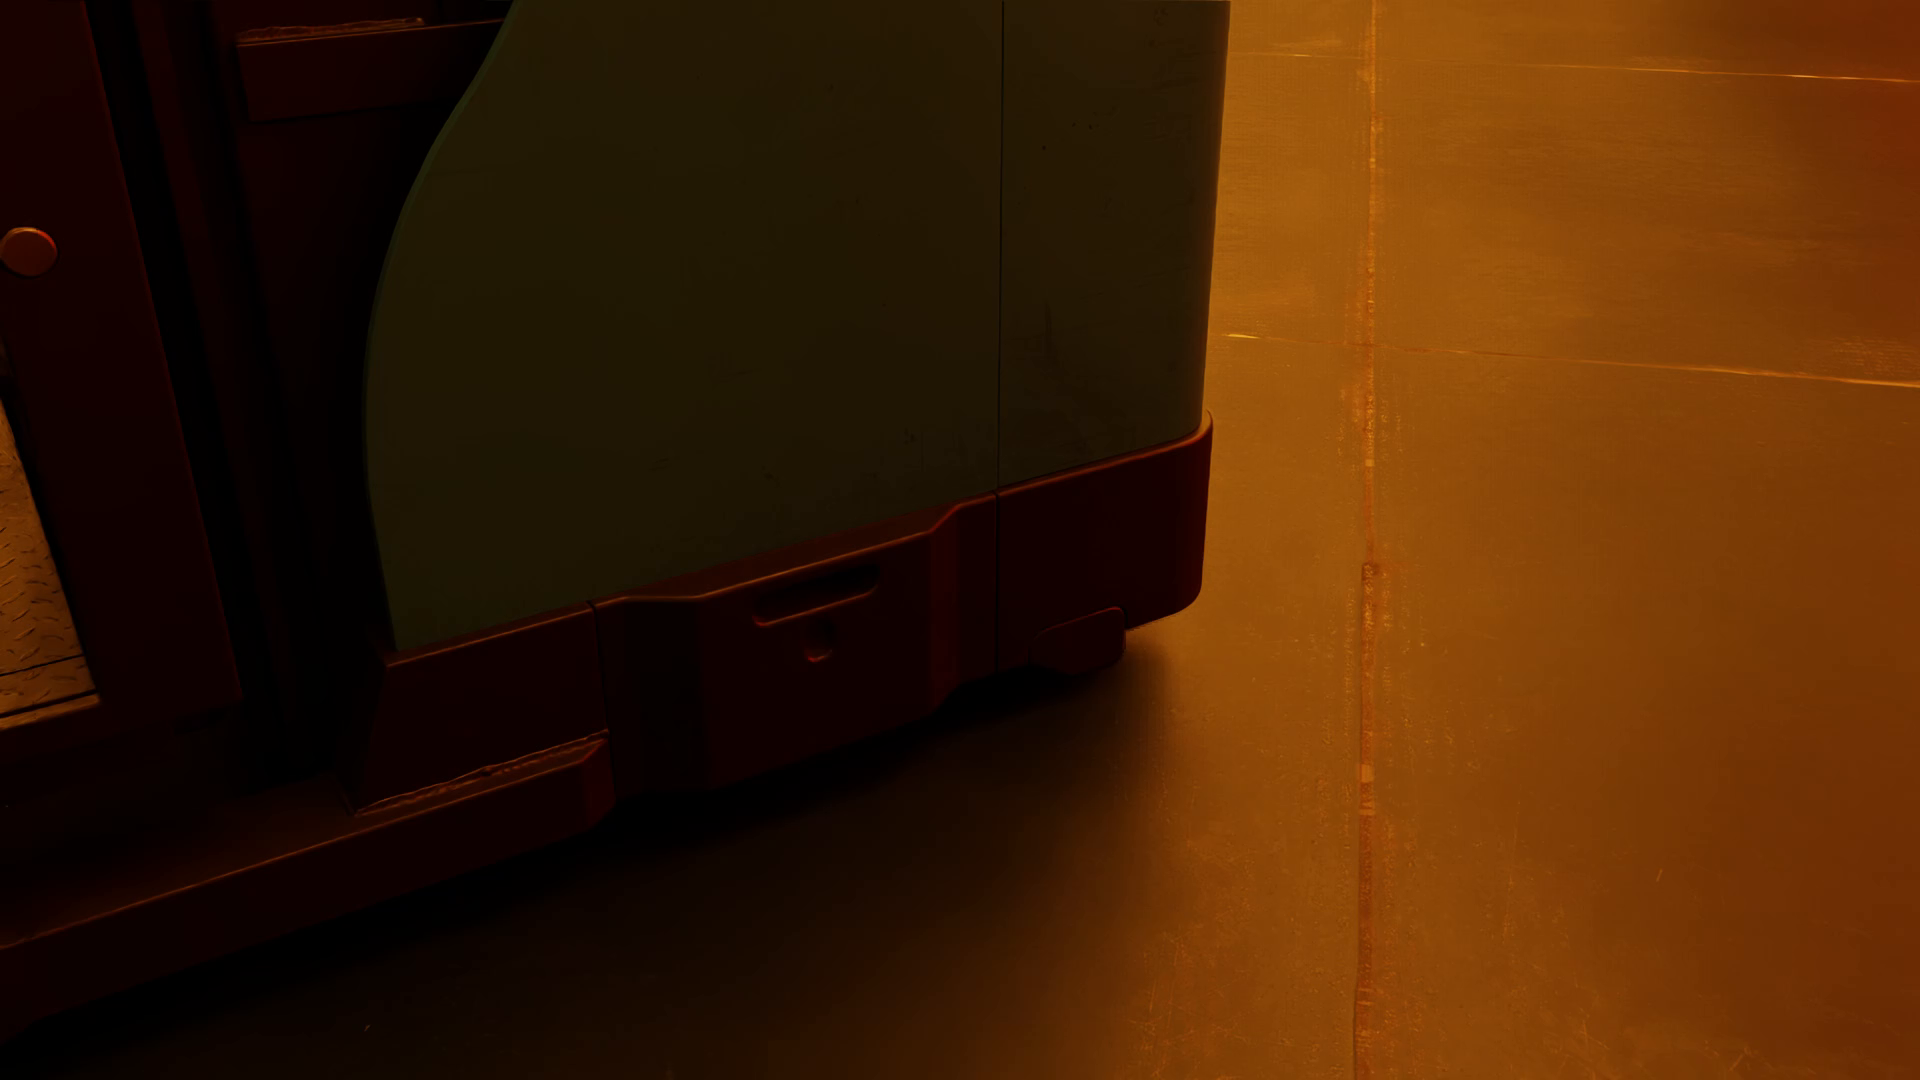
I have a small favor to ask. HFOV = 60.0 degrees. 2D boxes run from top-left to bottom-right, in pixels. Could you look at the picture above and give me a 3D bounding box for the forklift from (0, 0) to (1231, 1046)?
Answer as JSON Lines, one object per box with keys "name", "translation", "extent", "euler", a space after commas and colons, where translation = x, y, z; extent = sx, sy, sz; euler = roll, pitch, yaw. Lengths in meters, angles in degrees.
{"name": "forklift", "translation": [-1.197, -1.006, 1.240], "extent": [3.031, 2.935, 1.130], "euler": [-16, 31, -29]}
